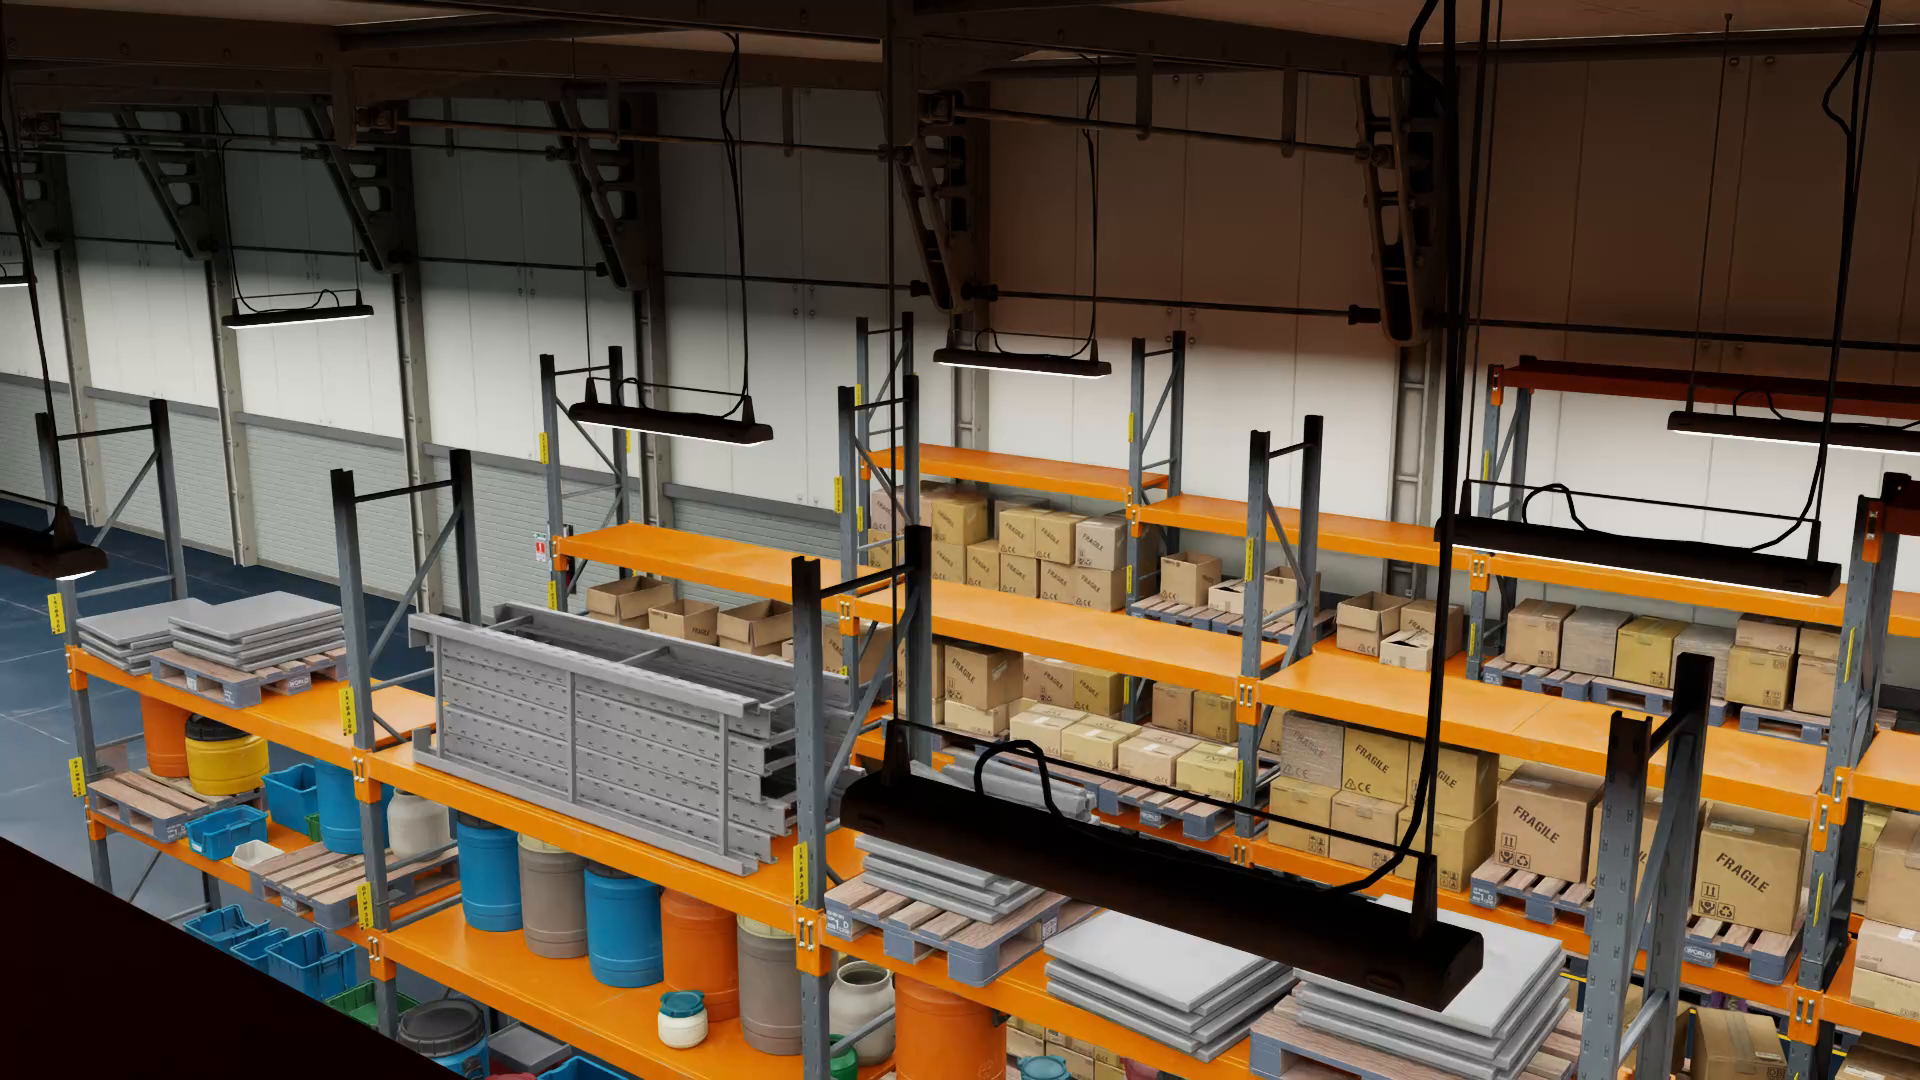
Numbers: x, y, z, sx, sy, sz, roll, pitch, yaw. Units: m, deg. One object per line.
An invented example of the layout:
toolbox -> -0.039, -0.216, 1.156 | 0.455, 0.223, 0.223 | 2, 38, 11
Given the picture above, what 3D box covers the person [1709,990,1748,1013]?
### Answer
person -> 6.586, 4.082, 14.139 | 0.899, 1.551, 0.432 | 9, 16, 35
